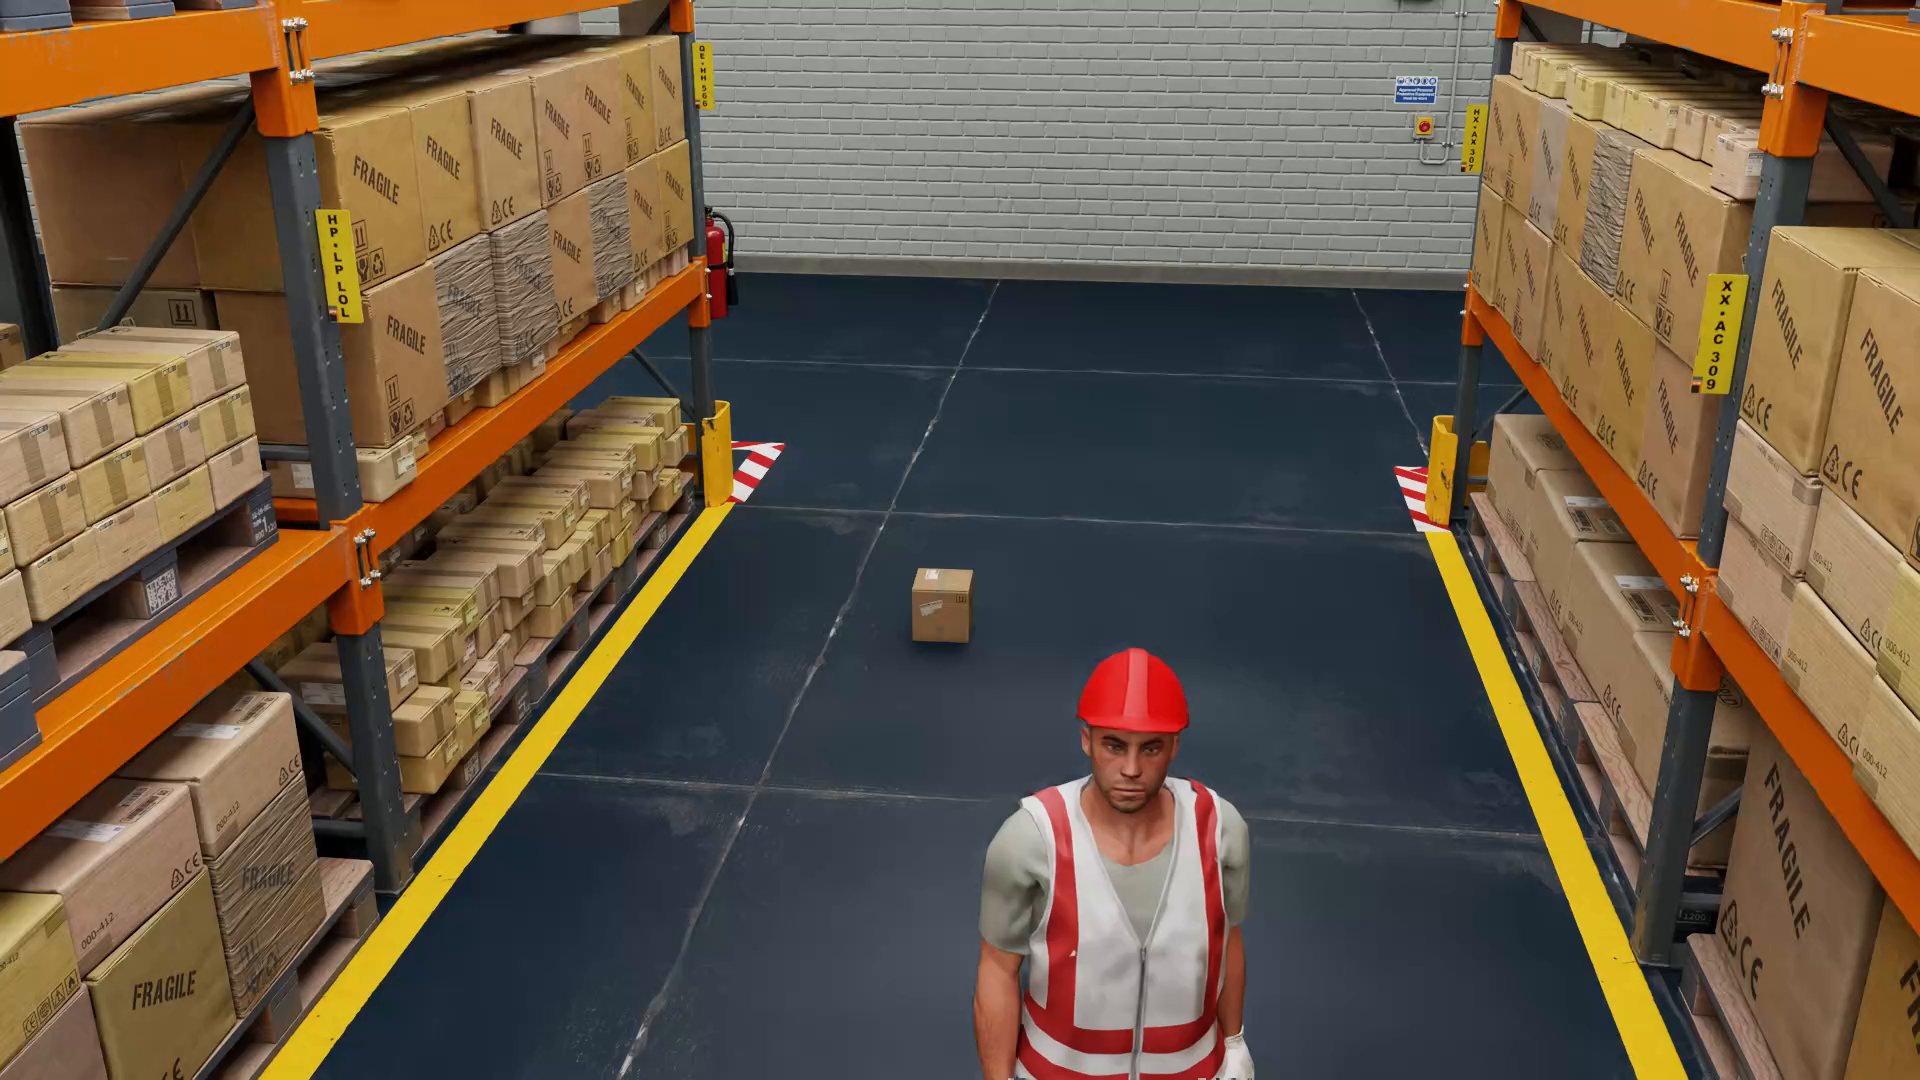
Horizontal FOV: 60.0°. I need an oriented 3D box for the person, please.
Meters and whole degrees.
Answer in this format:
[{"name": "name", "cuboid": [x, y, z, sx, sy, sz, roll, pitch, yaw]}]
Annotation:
[{"name": "person", "cuboid": [0.319, 1.091, 3.202, 0.589, 1.833, 0.501, -2, 21, -5]}]
